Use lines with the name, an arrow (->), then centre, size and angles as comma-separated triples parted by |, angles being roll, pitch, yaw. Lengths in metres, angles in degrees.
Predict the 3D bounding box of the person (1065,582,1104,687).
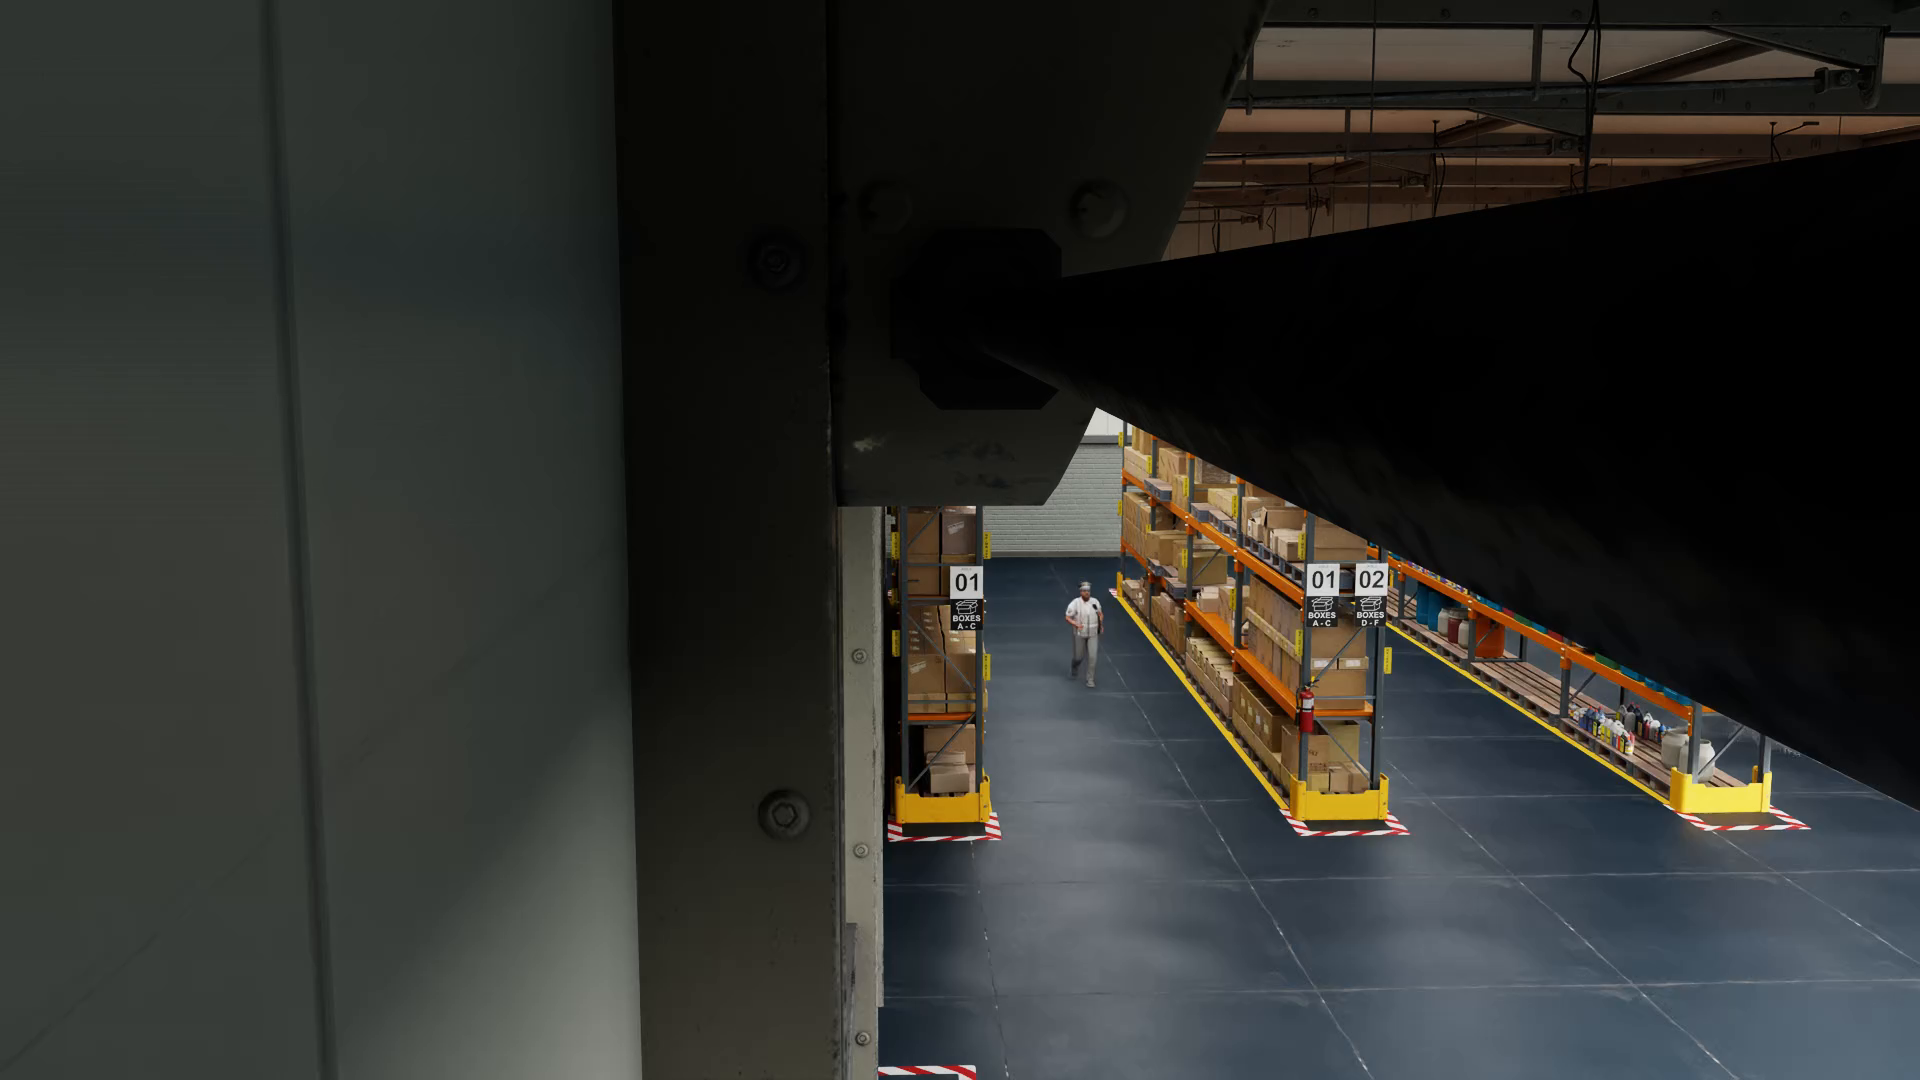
person -> 2.104, 1.555, 27.889 | 0.674, 1.740, 0.782 | -1, 8, -10

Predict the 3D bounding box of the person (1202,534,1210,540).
person -> 5.387, 0.337, 37.331 | 0.537, 1.637, 0.761 | -5, 9, -32
